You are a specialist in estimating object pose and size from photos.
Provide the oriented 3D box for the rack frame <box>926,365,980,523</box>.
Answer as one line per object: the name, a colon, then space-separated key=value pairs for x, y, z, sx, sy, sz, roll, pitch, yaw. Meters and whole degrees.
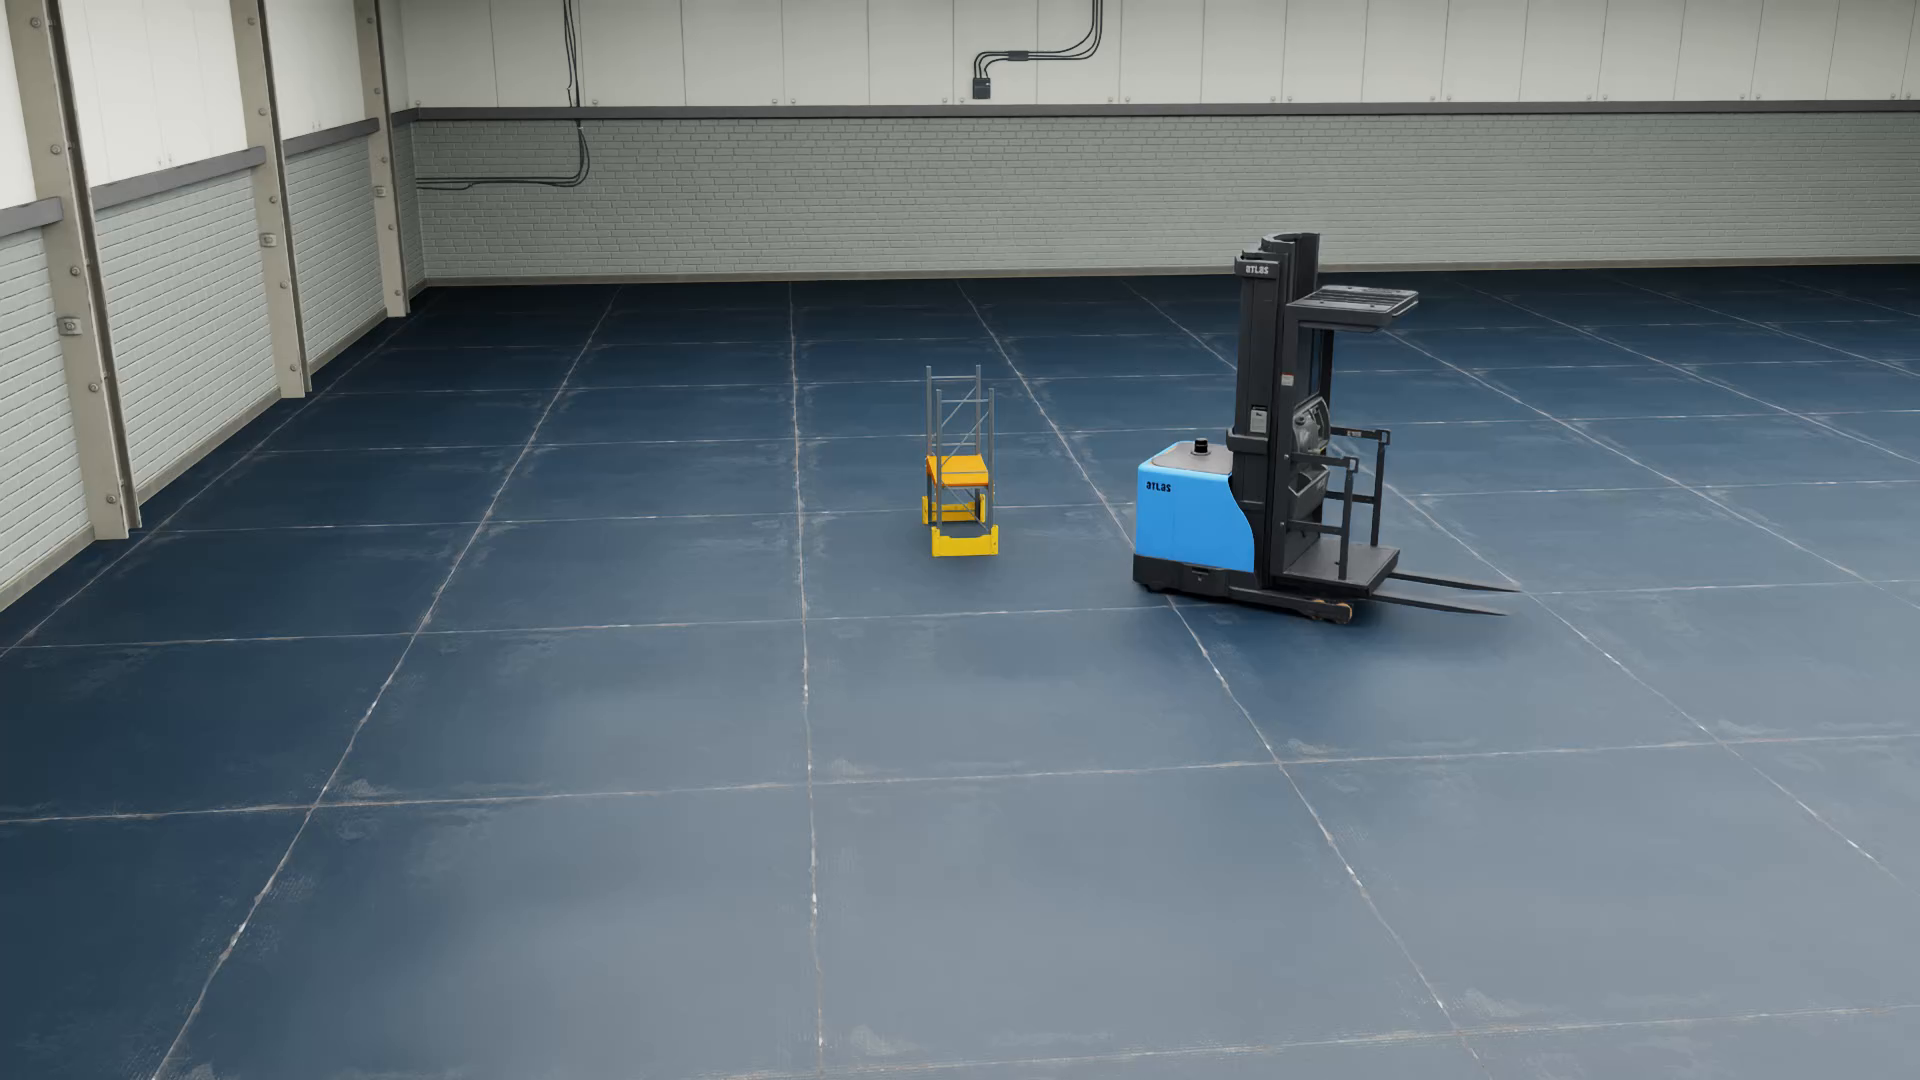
rack frame: x=-0.061 y=-0.892 z=15.589 sx=0.500 sy=1.500 sz=0.032 roll=-2 pitch=18 yaw=-6

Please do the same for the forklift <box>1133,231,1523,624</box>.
forklift: x=2.997 y=-0.914 z=13.268 sx=3.031 sy=2.935 sz=1.130 roll=9 pitch=20 yaw=26

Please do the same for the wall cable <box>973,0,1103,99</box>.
wall cable: x=1.383 y=-10.764 z=28.835 sx=2.305 sy=6.003 sz=0.169 roll=-2 pitch=18 yaw=-6

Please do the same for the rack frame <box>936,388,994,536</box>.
rack frame: x=0.044 y=-0.590 z=14.624 sx=0.500 sy=1.500 sz=0.032 roll=-2 pitch=18 yaw=-6

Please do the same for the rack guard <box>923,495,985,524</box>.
rack guard: x=-0.059 y=-0.290 z=15.758 sx=0.587 sy=0.250 sz=0.087 roll=-2 pitch=18 yaw=-6

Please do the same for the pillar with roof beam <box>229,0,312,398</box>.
pillar with roof beam: x=-4.172 y=-6.280 z=20.229 sx=9.100 sy=9.000 sz=0.400 roll=-2 pitch=18 yaw=-6

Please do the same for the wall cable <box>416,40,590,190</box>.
wall cable: x=-8.062 y=-7.371 z=28.890 sx=3.097 sy=2.526 sz=0.112 roll=-2 pitch=18 yaw=-6

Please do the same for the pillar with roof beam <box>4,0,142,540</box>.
pillar with roof beam: x=-3.553 y=-4.492 z=14.535 sx=9.100 sy=9.000 sz=0.400 roll=-2 pitch=18 yaw=-6

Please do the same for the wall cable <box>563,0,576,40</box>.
wall cable: x=-5.371 y=-9.865 z=28.400 sx=3.097 sy=2.526 sz=0.112 roll=-2 pitch=18 yaw=-6

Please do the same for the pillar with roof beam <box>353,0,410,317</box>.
pillar with roof beam: x=-4.791 y=-8.067 z=25.923 sx=9.100 sy=9.000 sz=0.400 roll=-2 pitch=18 yaw=-6

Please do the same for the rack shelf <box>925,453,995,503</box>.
rack shelf: x=-0.009 y=-0.569 z=15.160 sx=0.538 sy=0.185 sz=1.000 roll=-2 pitch=18 yaw=-6

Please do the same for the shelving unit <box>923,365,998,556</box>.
shelving unit: x=-0.008 y=-0.738 z=15.098 sx=0.587 sy=1.500 sz=1.083 roll=-2 pitch=18 yaw=-6

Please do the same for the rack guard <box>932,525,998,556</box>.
rack guard: x=0.044 y=0.006 z=14.812 sx=0.587 sy=0.250 sz=0.087 roll=-2 pitch=18 yaw=-6
